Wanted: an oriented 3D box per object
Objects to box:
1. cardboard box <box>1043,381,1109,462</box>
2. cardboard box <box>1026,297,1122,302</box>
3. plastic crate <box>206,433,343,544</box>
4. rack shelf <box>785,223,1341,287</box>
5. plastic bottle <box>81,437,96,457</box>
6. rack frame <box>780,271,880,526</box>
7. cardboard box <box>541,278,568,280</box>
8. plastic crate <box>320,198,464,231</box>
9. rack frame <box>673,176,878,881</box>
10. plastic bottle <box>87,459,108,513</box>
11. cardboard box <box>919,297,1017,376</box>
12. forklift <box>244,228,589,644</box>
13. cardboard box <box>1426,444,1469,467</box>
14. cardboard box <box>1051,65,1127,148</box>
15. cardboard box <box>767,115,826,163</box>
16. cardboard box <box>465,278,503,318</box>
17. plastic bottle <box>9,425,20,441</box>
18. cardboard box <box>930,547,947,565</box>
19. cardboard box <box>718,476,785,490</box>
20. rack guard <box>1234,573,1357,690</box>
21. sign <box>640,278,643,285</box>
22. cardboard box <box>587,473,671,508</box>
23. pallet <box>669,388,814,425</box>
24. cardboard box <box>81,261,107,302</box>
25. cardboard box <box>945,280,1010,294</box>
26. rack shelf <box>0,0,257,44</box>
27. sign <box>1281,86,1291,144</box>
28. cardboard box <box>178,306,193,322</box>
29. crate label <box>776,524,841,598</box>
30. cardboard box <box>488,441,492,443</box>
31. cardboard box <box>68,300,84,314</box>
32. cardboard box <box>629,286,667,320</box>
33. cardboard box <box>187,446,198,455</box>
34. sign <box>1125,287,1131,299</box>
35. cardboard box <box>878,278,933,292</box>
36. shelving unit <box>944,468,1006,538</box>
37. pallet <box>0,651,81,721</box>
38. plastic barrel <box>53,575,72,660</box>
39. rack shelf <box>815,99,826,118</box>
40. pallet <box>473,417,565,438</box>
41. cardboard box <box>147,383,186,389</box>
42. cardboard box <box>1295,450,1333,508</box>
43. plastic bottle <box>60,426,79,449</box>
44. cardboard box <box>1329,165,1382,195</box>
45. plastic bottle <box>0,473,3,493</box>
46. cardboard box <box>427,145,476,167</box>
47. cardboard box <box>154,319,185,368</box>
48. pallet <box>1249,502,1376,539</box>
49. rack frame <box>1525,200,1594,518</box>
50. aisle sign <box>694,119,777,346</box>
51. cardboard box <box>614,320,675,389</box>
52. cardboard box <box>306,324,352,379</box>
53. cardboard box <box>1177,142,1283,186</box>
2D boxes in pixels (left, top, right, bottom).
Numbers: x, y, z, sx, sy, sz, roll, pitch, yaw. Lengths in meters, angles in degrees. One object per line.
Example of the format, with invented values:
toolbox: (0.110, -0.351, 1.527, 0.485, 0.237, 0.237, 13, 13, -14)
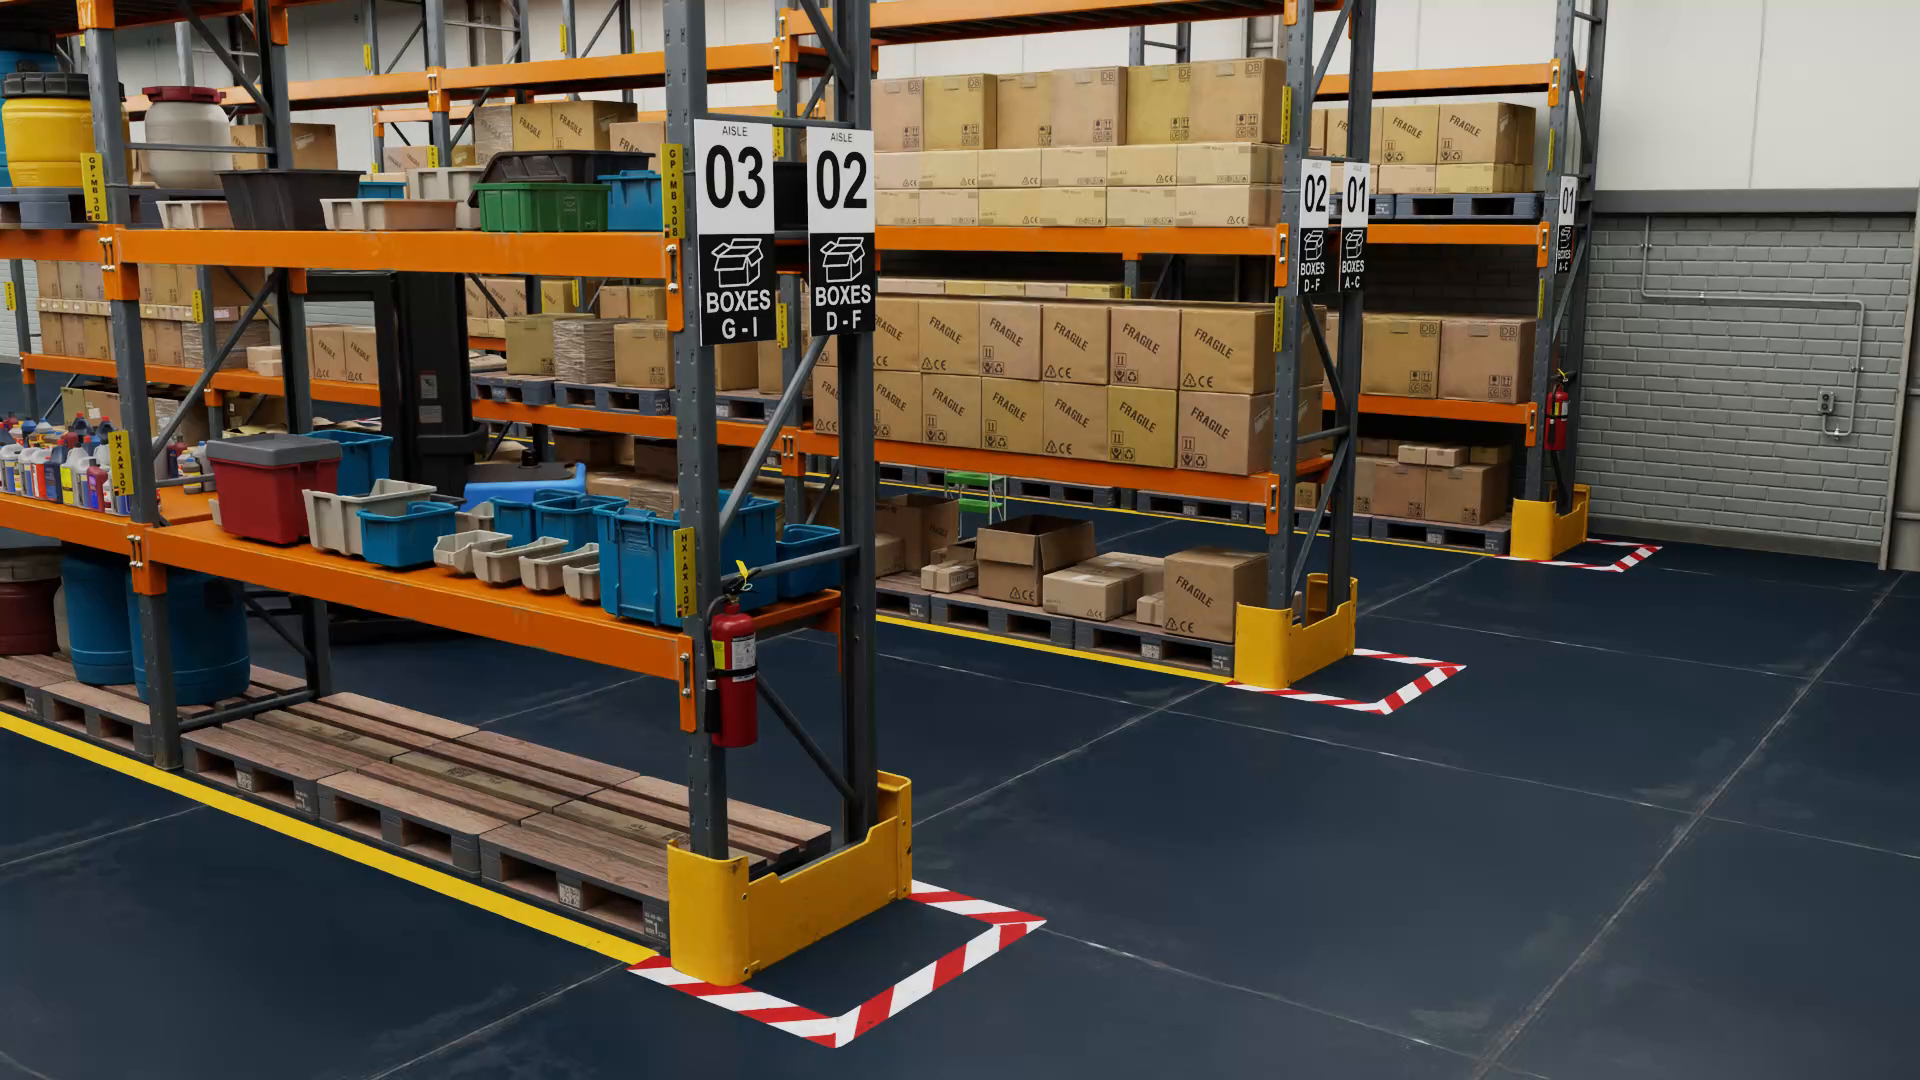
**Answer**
cardboard box: (0.901, -0.817, 11.093, 0.500, 0.500, 0.500, 8, 14, 36)
cardboard box: (0.804, -1.446, 11.714, 0.500, 0.500, 0.500, 8, 13, 35)
plastic crate: (-3.346, -0.259, 8.142, 0.583, 0.464, 0.402, 8, 13, 36)
rack shelf: (0.630, -1.989, 11.410, 4.000, 0.370, 1.077, 8, 13, 36)
plastic bottle: (-4.915, -0.408, 9.373, 0.185, 0.351, 0.144, 8, 13, 36)
rack frame: (-0.982, -1.094, 12.789, 0.127, 3.000, 1.000, 8, 13, 36)
cardboard box: (-5.569, -3.257, 22.337, 0.500, 0.500, 0.500, 8, 14, 37)
plastic crate: (-2.505, -1.424, 7.292, 0.530, 0.136, 0.437, 8, 13, 36)
rack frame: (-0.693, 0.113, 6.547, 0.127, 3.000, 1.000, 8, 13, 36)
plastic bottle: (-4.640, -0.293, 8.954, 0.133, 0.283, 0.061, 8, 13, 36)
cardboard box: (0.061, -1.422, 11.590, 0.500, 0.500, 0.500, 7, 13, 34)
forklift: (-4.170, -0.831, 11.607, 3.031, 2.935, 1.130, -2, 11, -11)
cardboard box: (4.336, -0.751, 14.781, 0.250, 0.149, 0.380, 8, 13, 35)
cardboard box: (0.999, -2.822, 10.924, 0.500, 0.500, 0.700, 8, 13, 36)
cardboard box: (-1.344, -2.939, 12.796, 0.600, 0.600, 0.600, 6, 13, 30)
cardboard box: (-6.290, -3.235, 22.220, 0.500, 0.500, 0.500, 8, 14, 37)
plastic bottle: (-6.294, -0.667, 11.102, 0.097, 0.201, 0.097, 0, 11, 0)
cardboard box: (-0.017, 0.143, 12.741, 0.250, 0.149, 0.380, 8, 13, 36)
cardboard box: (-1.664, -0.233, 13.760, 0.500, 0.500, 0.500, 8, 14, 36)
rack guard: (2.181, 0.574, 10.746, 0.348, 0.500, 1.175, 8, 13, 36)
sign: (-4.175, -3.406, 21.692, 0.005, 0.325, 0.100, 8, 13, 36)
cardboard box: (-2.758, -0.265, 13.924, 0.500, 0.500, 0.500, 7, 13, 34)
pallet: (-1.562, -1.107, 13.358, 1.213, 0.211, 1.003, 8, 13, 36)
cardboard box: (-9.409, -2.954, 18.724, 0.500, 0.500, 0.700, 8, 14, 36)
cardboard box: (0.190, -2.613, 17.566, 0.500, 0.250, 0.500, 8, 13, 34)
rack shelf: (-5.529, -2.957, 9.570, 4.000, 0.370, 1.077, 8, 13, 36)
sign: (1.897, -2.469, 9.668, 0.005, 0.325, 0.100, 8, 13, 36)
cardboard box: (-7.974, -2.387, 17.501, 0.250, 0.149, 0.380, 8, 13, 34)
crate label: (-0.697, 0.088, 6.961, 0.303, 0.233, 0.416, 8, 13, 36)
cardboard box: (-4.883, -0.837, 16.117, 0.500, 0.311, 0.500, 8, 13, 34)
cardboard box: (-9.849, -2.648, 18.847, 0.250, 0.149, 0.380, 8, 13, 35)
cardboard box: (-3.665, -2.891, 20.656, 0.500, 0.500, 0.700, 10, 15, 41)
cardboard box: (-7.933, -0.869, 17.756, 0.500, 0.250, 0.500, 8, 13, 36)
sign: (1.634, -2.299, 16.174, 0.005, 0.325, 0.100, 8, 13, 36)
cardboard box: (-0.630, -2.725, 18.145, 0.500, 0.250, 0.500, 8, 13, 35)
shelving unit: (0.133, -0.570, 14.820, 0.503, 1.200, 0.258, 8, 13, 36)
pallet: (-5.502, 0.802, 10.326, 1.213, 0.211, 1.003, 8, 13, 36)
plastic barrel: (-5.318, 0.458, 10.208, 0.421, 0.512, 0.421, 0, 11, 0)
rack shelf: (0.335, -4.474, 17.410, 4.000, 0.370, 1.077, 8, 13, 36)
pallet: (-6.051, -1.591, 22.696, 1.213, 0.211, 1.003, 8, 13, 36)
cardboard box: (-9.231, -1.543, 19.267, 0.500, 0.500, 0.500, 8, 13, 36)
cardboard box: (3.304, -0.617, 15.799, 0.500, 0.500, 0.700, 8, 14, 37)
plastic bottle: (-5.578, -0.577, 10.424, 0.133, 0.283, 0.061, 8, 13, 36)
cardboard box: (3.581, -3.216, 14.882, 0.500, 0.250, 0.500, 7, 13, 34)
plastic bottle: (-5.532, -0.382, 9.628, 0.097, 0.201, 0.097, 0, 11, 0)
cardboard box: (-6.764, -5.024, 22.257, 0.500, 0.500, 0.500, 8, 14, 37)
cardboard box: (-8.220, -2.150, 17.983, 0.500, 0.500, 0.700, 8, 13, 35)
pallet: (3.501, -0.250, 15.764, 1.213, 0.211, 1.003, 8, 13, 36)
rack frame: (5.171, -1.403, 14.387, 0.127, 3.000, 1.000, 8, 13, 36)
aisle sign: (-0.808, -1.110, 6.026, 0.004, 0.787, 0.394, 8, 13, 36)
cardboard box: (-2.443, -1.539, 13.718, 0.500, 0.500, 0.700, 4, 12, 21)
cardboard box: (-6.396, -1.895, 16.663, 0.500, 0.500, 0.500, 9, 14, 40)
cardboard box: (1.677, -2.308, 10.243, 0.500, 0.250, 0.500, 8, 13, 36)
